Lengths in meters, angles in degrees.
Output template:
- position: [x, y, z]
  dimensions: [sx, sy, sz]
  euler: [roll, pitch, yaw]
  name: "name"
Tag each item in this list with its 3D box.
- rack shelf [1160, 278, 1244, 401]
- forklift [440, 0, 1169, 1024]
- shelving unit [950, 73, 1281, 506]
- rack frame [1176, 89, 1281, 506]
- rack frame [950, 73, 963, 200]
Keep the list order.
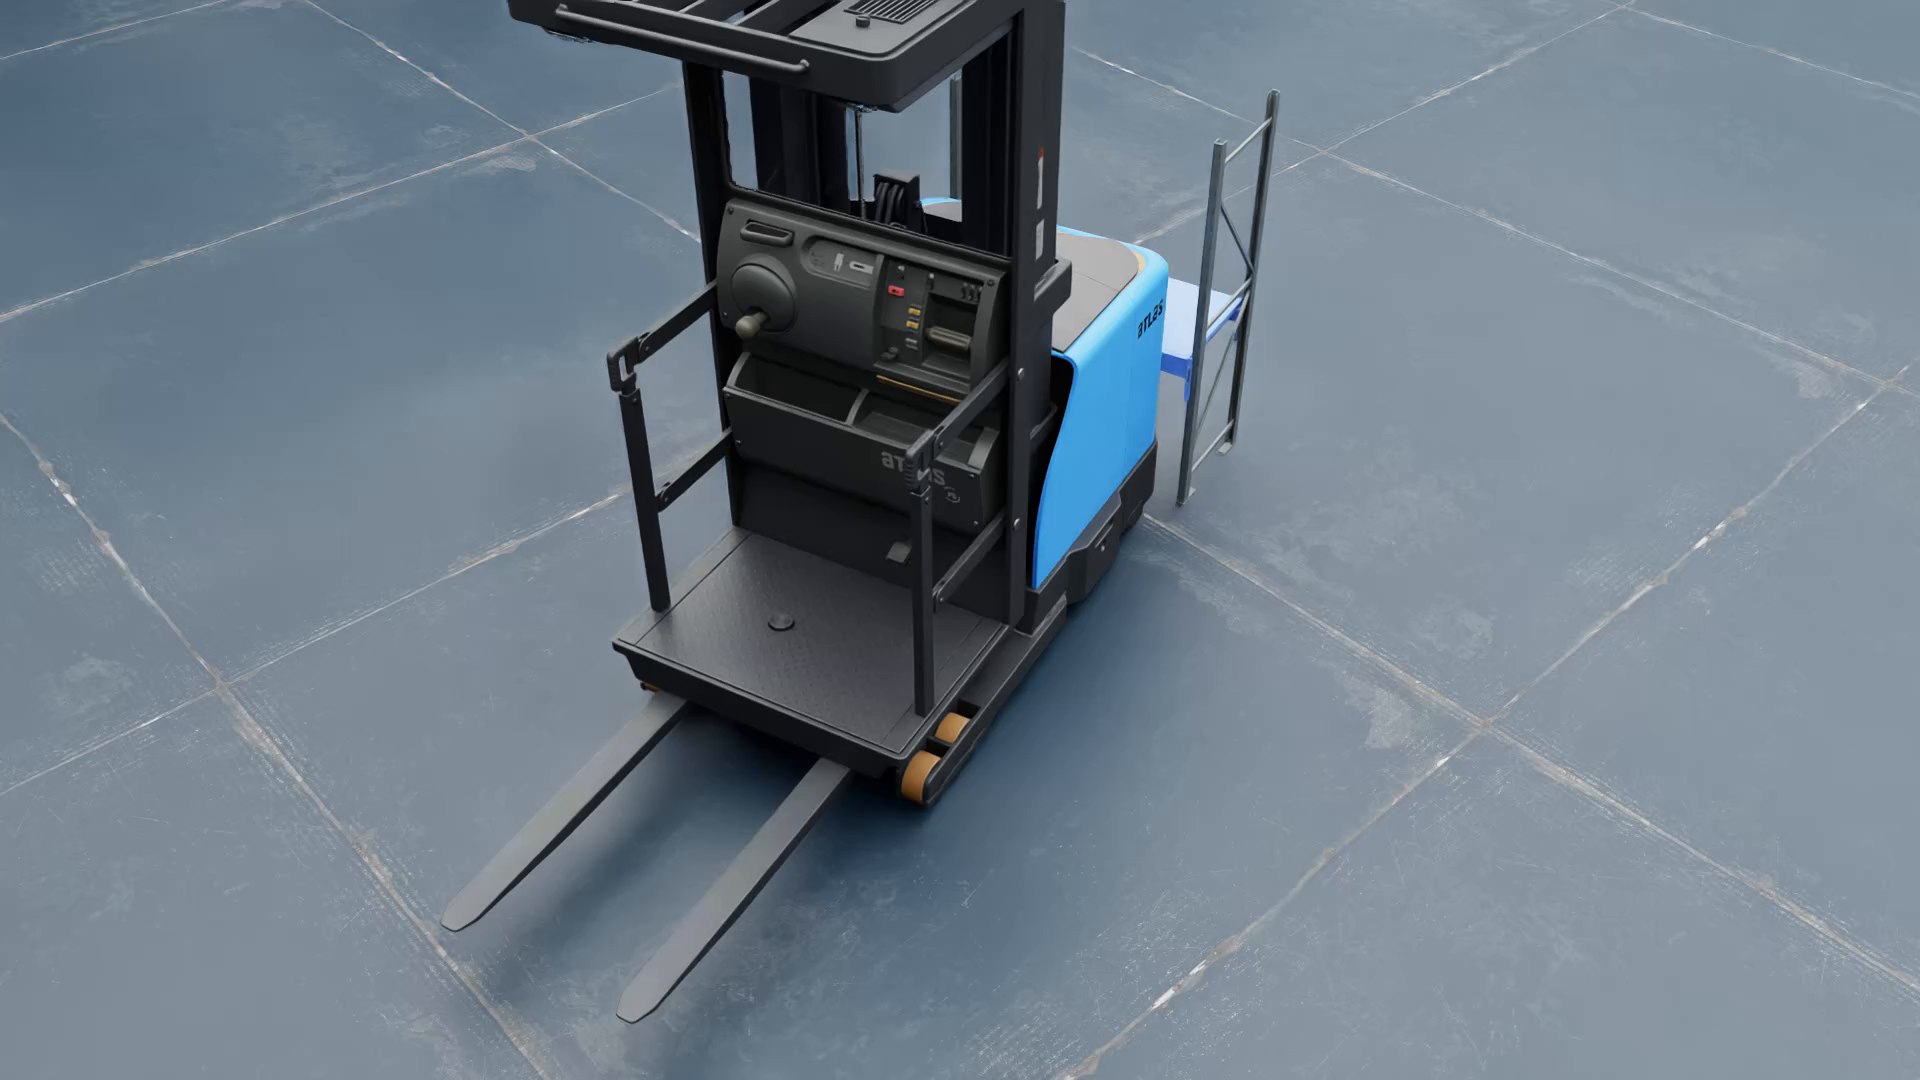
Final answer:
- position: [0.543, -0.880, 6.432]
  dimensions: [1.000, 0.185, 0.538]
  euler: [21, 43, 24]
  name: "rack shelf"
- position: [-0.412, -0.639, 4.709]
  dimensions: [1.130, 2.935, 3.031]
  euler: [19, 43, 22]
  name: "forklift"
- position: [0.543, -1.020, 6.319]
  dimensions: [1.048, 1.500, 0.538]
  euler: [21, 43, 24]
  name: "shelving unit"
- position: [0.978, -0.855, 6.115]
  dimensions: [0.032, 1.500, 0.500]
  euler: [21, 43, 24]
  name: "rack frame"
- position: [0.107, -1.185, 6.523]
  dimensions: [0.032, 1.500, 0.500]
  euler: [21, 43, 24]
  name: "rack frame"
